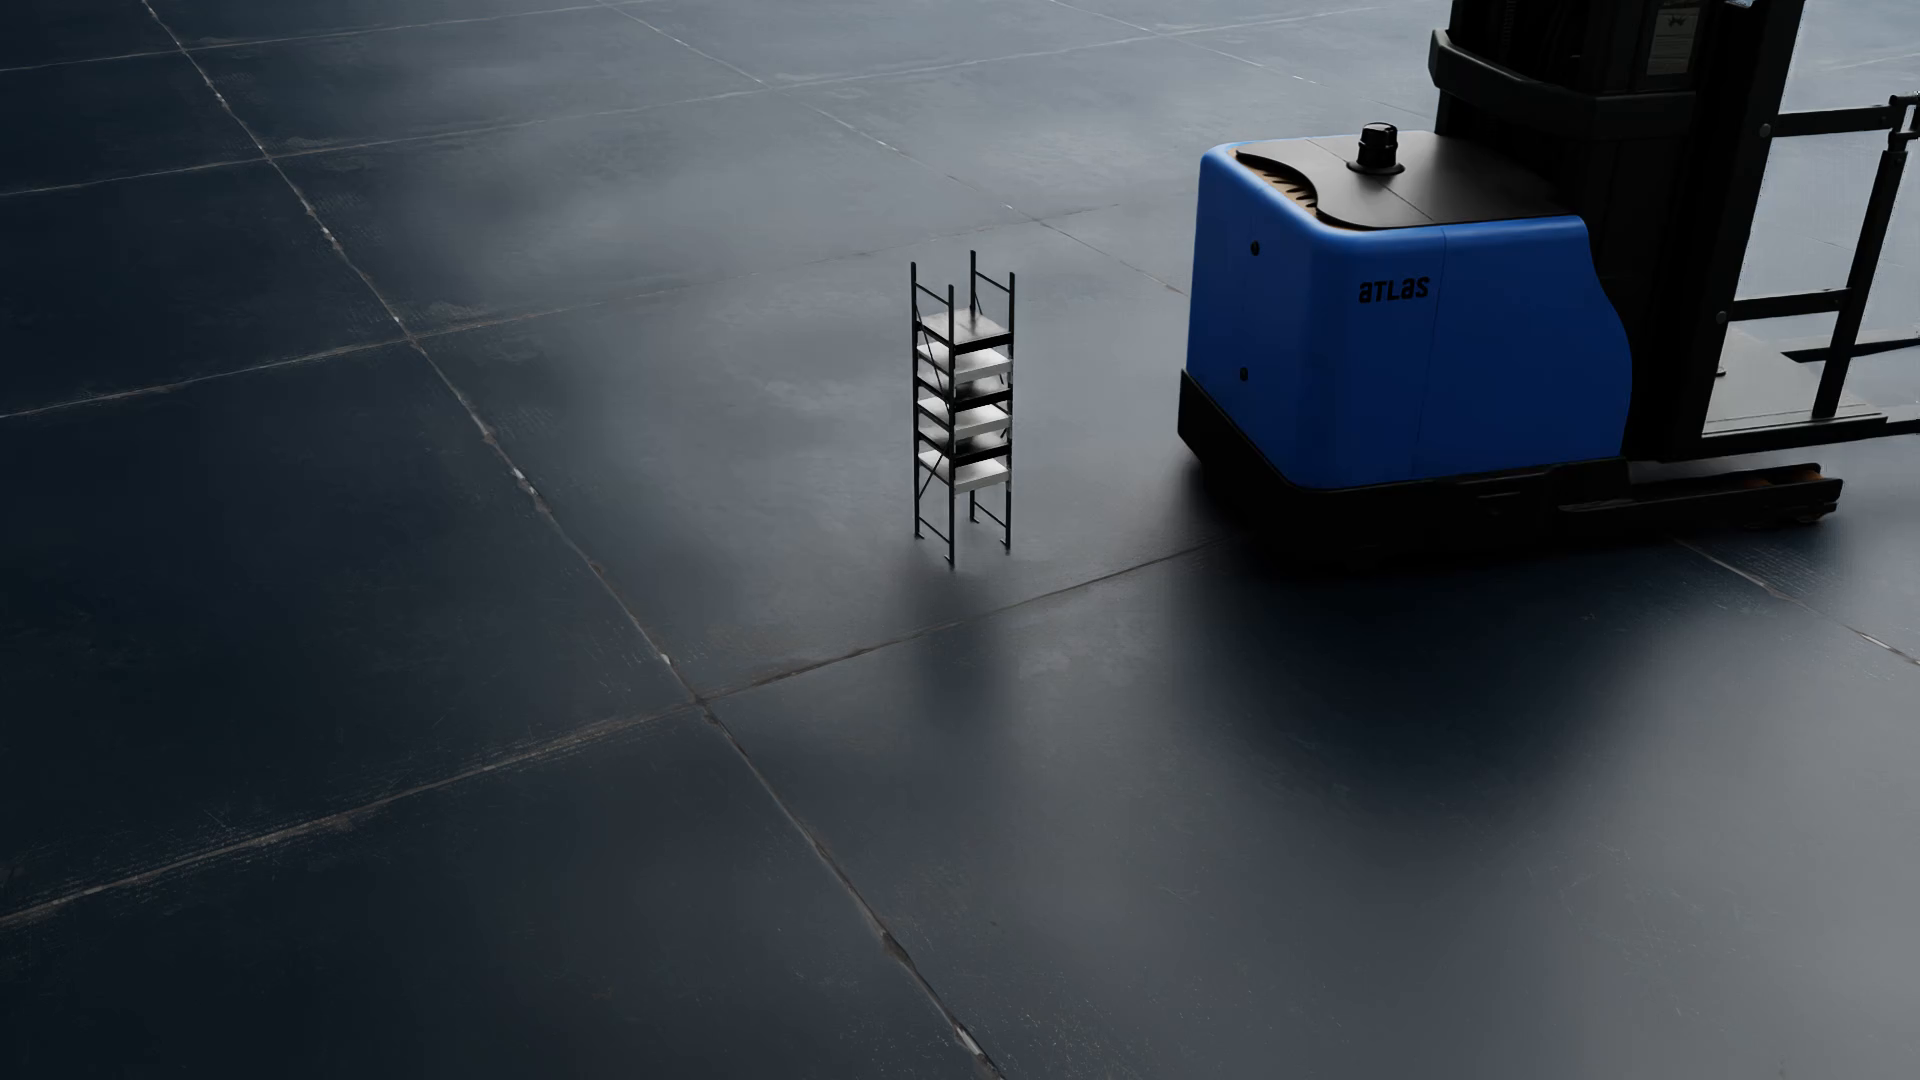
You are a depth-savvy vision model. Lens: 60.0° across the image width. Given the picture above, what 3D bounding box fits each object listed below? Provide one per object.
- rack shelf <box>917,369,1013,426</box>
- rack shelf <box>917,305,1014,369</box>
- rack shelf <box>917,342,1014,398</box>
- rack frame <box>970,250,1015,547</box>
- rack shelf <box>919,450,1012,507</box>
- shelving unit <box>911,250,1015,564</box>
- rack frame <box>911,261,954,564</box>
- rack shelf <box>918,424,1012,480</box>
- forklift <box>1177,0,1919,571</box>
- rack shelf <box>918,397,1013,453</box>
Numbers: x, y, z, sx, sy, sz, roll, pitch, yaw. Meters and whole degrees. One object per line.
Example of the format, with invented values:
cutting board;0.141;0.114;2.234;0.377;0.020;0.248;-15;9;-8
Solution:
rack shelf;0.007;-0.446;5.009;0.200;0.077;0.258;-16;33;-26
rack shelf;0.007;-0.603;4.922;0.200;0.077;0.258;-16;33;-26
rack shelf;0.007;-0.524;4.965;0.200;0.077;0.258;-16;33;-26
rack frame;0.095;-0.421;5.081;0.006;0.900;0.240;-16;33;-26
rack shelf;0.007;-0.209;5.139;0.200;0.077;0.258;-16;33;-26
shelving unit;0.007;-0.396;5.036;0.210;0.900;0.258;-16;33;-26
rack frame;-0.081;-0.371;4.991;0.006;0.900;0.240;-16;33;-26
rack shelf;0.007;-0.288;5.096;0.200;0.077;0.258;-16;33;-26
forklift;2.329;-1.558;5.039;3.031;2.935;1.130;-7;30;-12
rack shelf;0.007;-0.367;5.052;0.200;0.077;0.258;-16;33;-26
